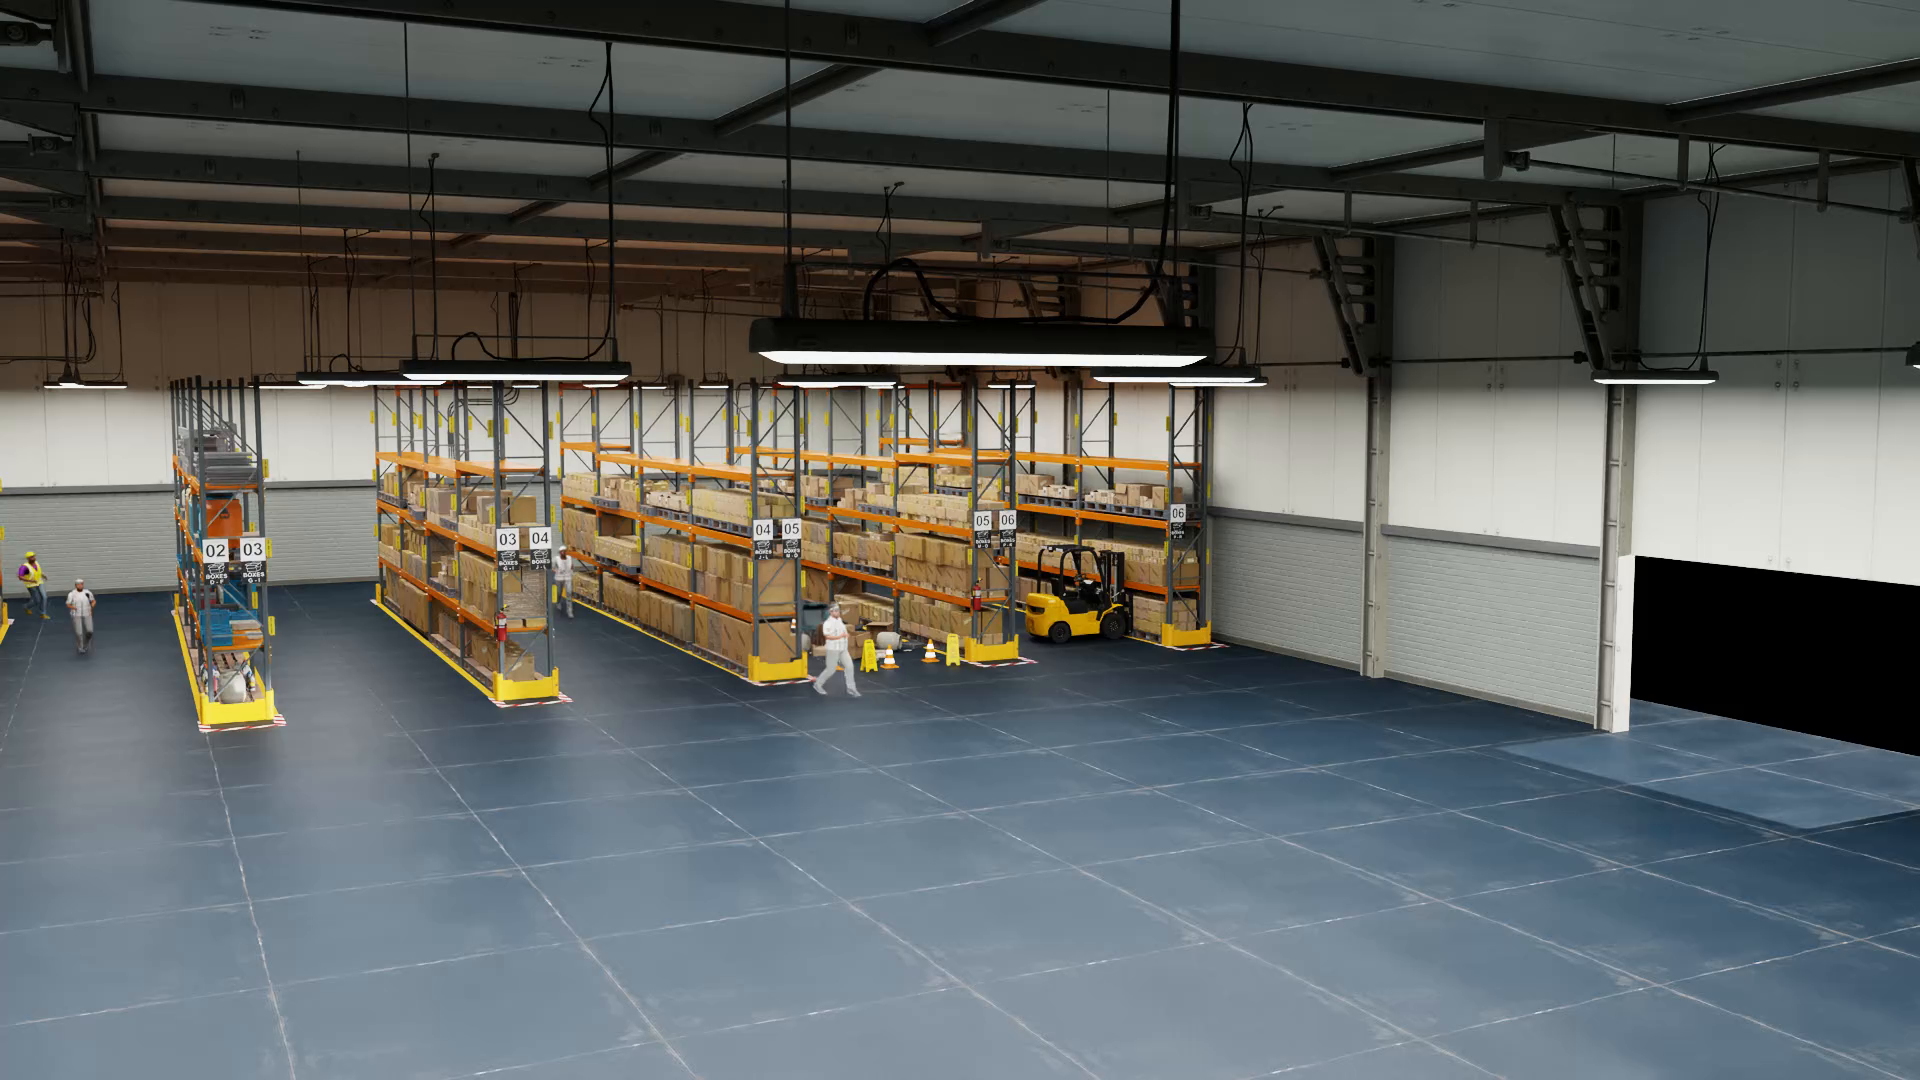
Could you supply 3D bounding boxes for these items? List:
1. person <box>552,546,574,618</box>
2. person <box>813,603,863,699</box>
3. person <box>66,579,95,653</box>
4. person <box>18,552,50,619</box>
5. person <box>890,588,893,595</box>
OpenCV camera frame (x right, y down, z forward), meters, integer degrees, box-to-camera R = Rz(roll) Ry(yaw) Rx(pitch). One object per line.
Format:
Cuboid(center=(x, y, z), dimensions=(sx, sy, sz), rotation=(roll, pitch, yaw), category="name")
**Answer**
Cuboid(center=(-10.210, 1.050, 42.647), dimensions=(0.644, 1.810, 1.108), rotation=(-2, 6, -23), category="person")
Cuboid(center=(-2.298, 2.063, 31.235), dimensions=(0.976, 1.794, 0.669), rotation=(3, 6, 32), category="person")
Cuboid(center=(-19.246, 1.667, 36.462), dimensions=(0.593, 1.623, 0.546), rotation=(-3, 6, -34), category="person")
Cuboid(center=(-23.467, 1.146, 42.028), dimensions=(0.732, 1.722, 0.744), rotation=(1, 5, 14), category="person")
Cuboid(center=(-1.841, 0.641, 44.989), dimensions=(0.539, 1.763, 0.724), rotation=(-2, 6, -23), category="person")
